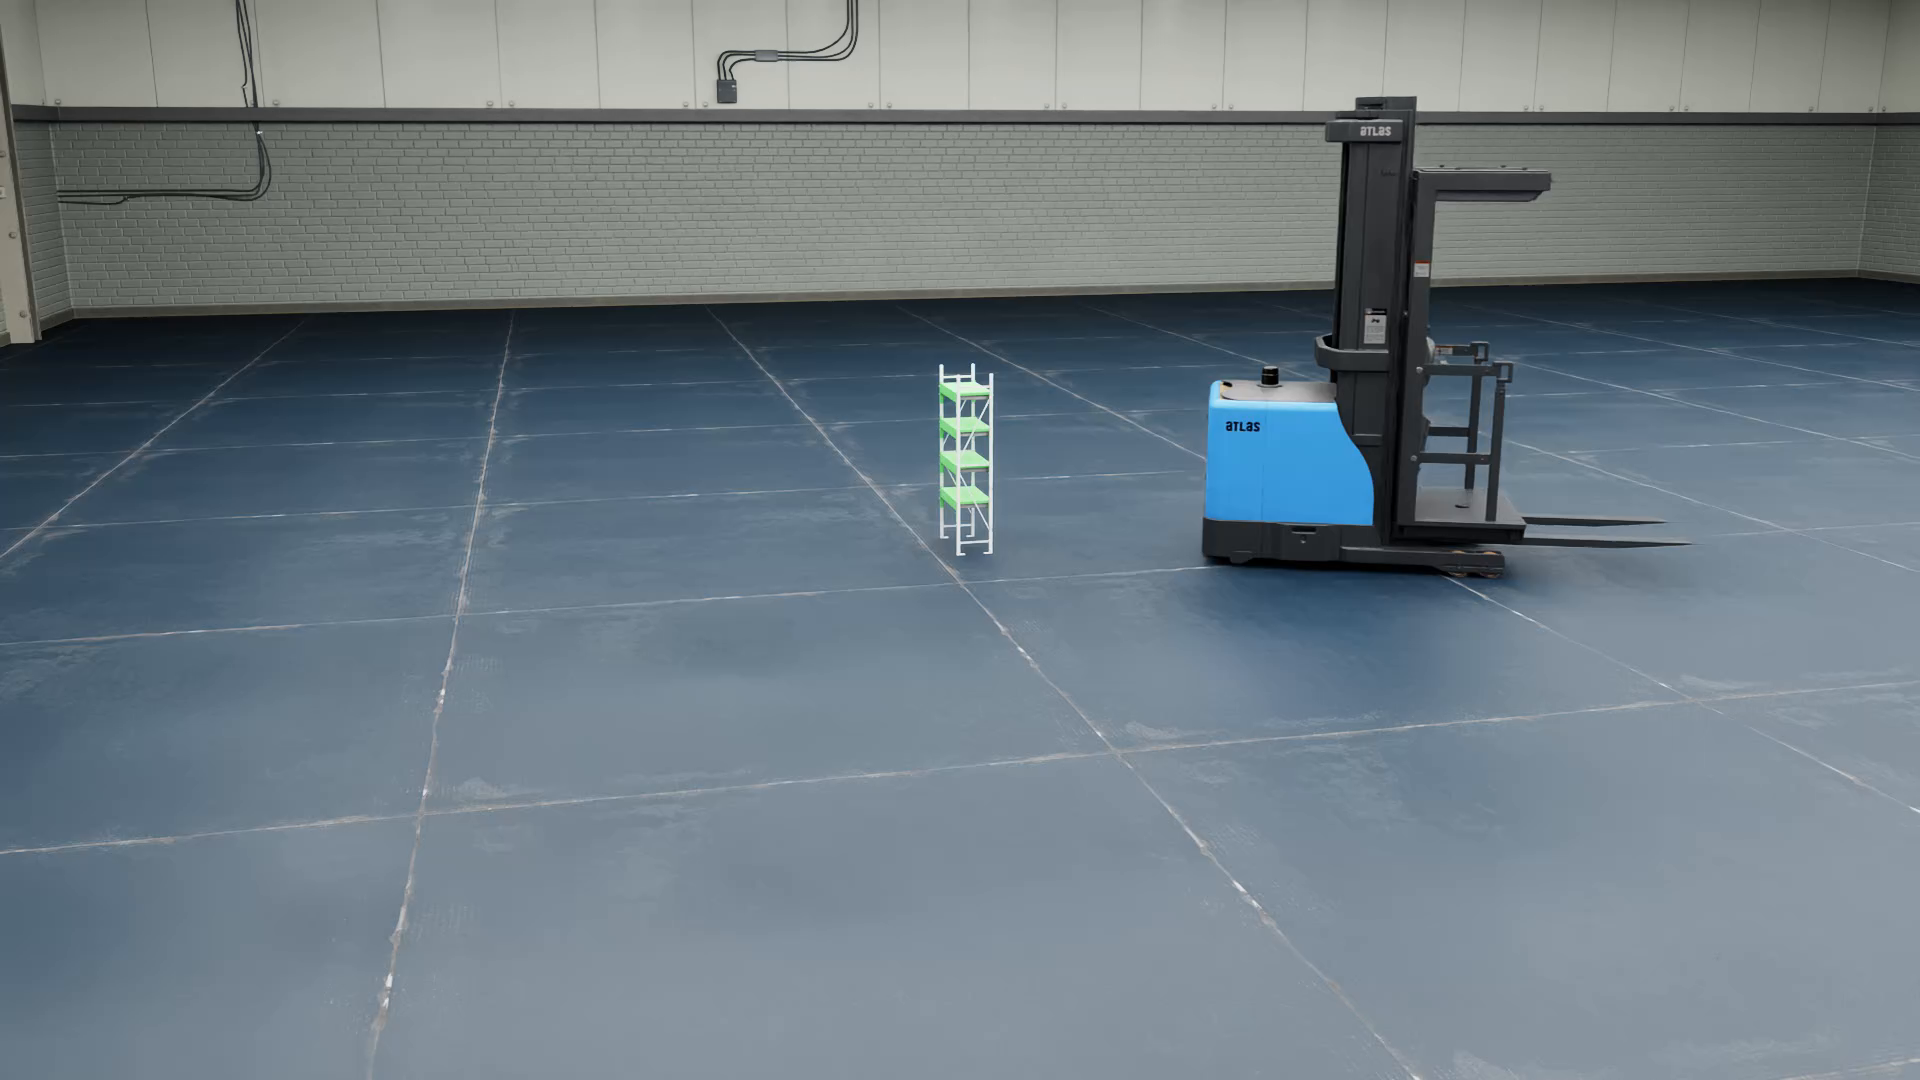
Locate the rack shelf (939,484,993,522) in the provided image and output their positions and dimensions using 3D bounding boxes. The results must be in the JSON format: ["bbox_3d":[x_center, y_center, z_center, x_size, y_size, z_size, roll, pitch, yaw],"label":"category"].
[{"bbox_3d":[0.039,-0.249,11.200,0.258,0.148,0.480,-3,14,-13],"label":"rack shelf"}]

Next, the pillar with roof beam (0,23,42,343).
[{"bbox_3d":[-8.391,-7.285,22.283,9.100,9.000,0.400,-3,14,-13],"label":"pillar with roof beam"}]

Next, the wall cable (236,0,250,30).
[{"bbox_3d":[-9.352,-8.894,24.771,3.097,2.526,0.112,-3,14,-13],"label":"wall cable"}]

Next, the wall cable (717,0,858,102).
[{"bbox_3d":[-2.750,-9.976,26.132,2.305,6.003,0.169,-3,14,-13],"label":"wall cable"}]

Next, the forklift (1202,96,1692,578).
[{"bbox_3d":[3.133,-1.319,10.650,3.031,2.935,1.130,2,14,9],"label":"forklift"}]

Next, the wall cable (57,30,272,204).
[{"bbox_3d":[-11.982,-6.290,24.753,3.097,2.526,0.112,-3,14,-13],"label":"wall cable"}]

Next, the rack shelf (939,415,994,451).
[{"bbox_3d":[0.039,-0.716,11.087,0.258,0.148,0.480,-3,14,-13],"label":"rack shelf"}]

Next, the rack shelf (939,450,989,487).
[{"bbox_3d":[0.039,-0.483,11.144,0.258,0.148,0.480,-3,14,-13],"label":"rack shelf"}]

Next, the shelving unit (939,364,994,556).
[{"bbox_3d":[0.039,-0.545,11.128,0.258,1.200,0.503,-3,14,-13],"label":"shelving unit"}]

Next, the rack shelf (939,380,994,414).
[{"bbox_3d":[0.039,-0.949,11.030,0.258,0.148,0.480,-3,14,-13],"label":"rack shelf"}]

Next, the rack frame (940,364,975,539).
[{"bbox_3d":[-0.018,-0.601,11.359,0.240,1.200,0.015,-3,14,-13],"label":"rack frame"}]

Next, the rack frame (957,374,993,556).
[{"bbox_3d":[0.096,-0.488,10.898,0.240,1.200,0.015,-3,14,-13],"label":"rack frame"}]
